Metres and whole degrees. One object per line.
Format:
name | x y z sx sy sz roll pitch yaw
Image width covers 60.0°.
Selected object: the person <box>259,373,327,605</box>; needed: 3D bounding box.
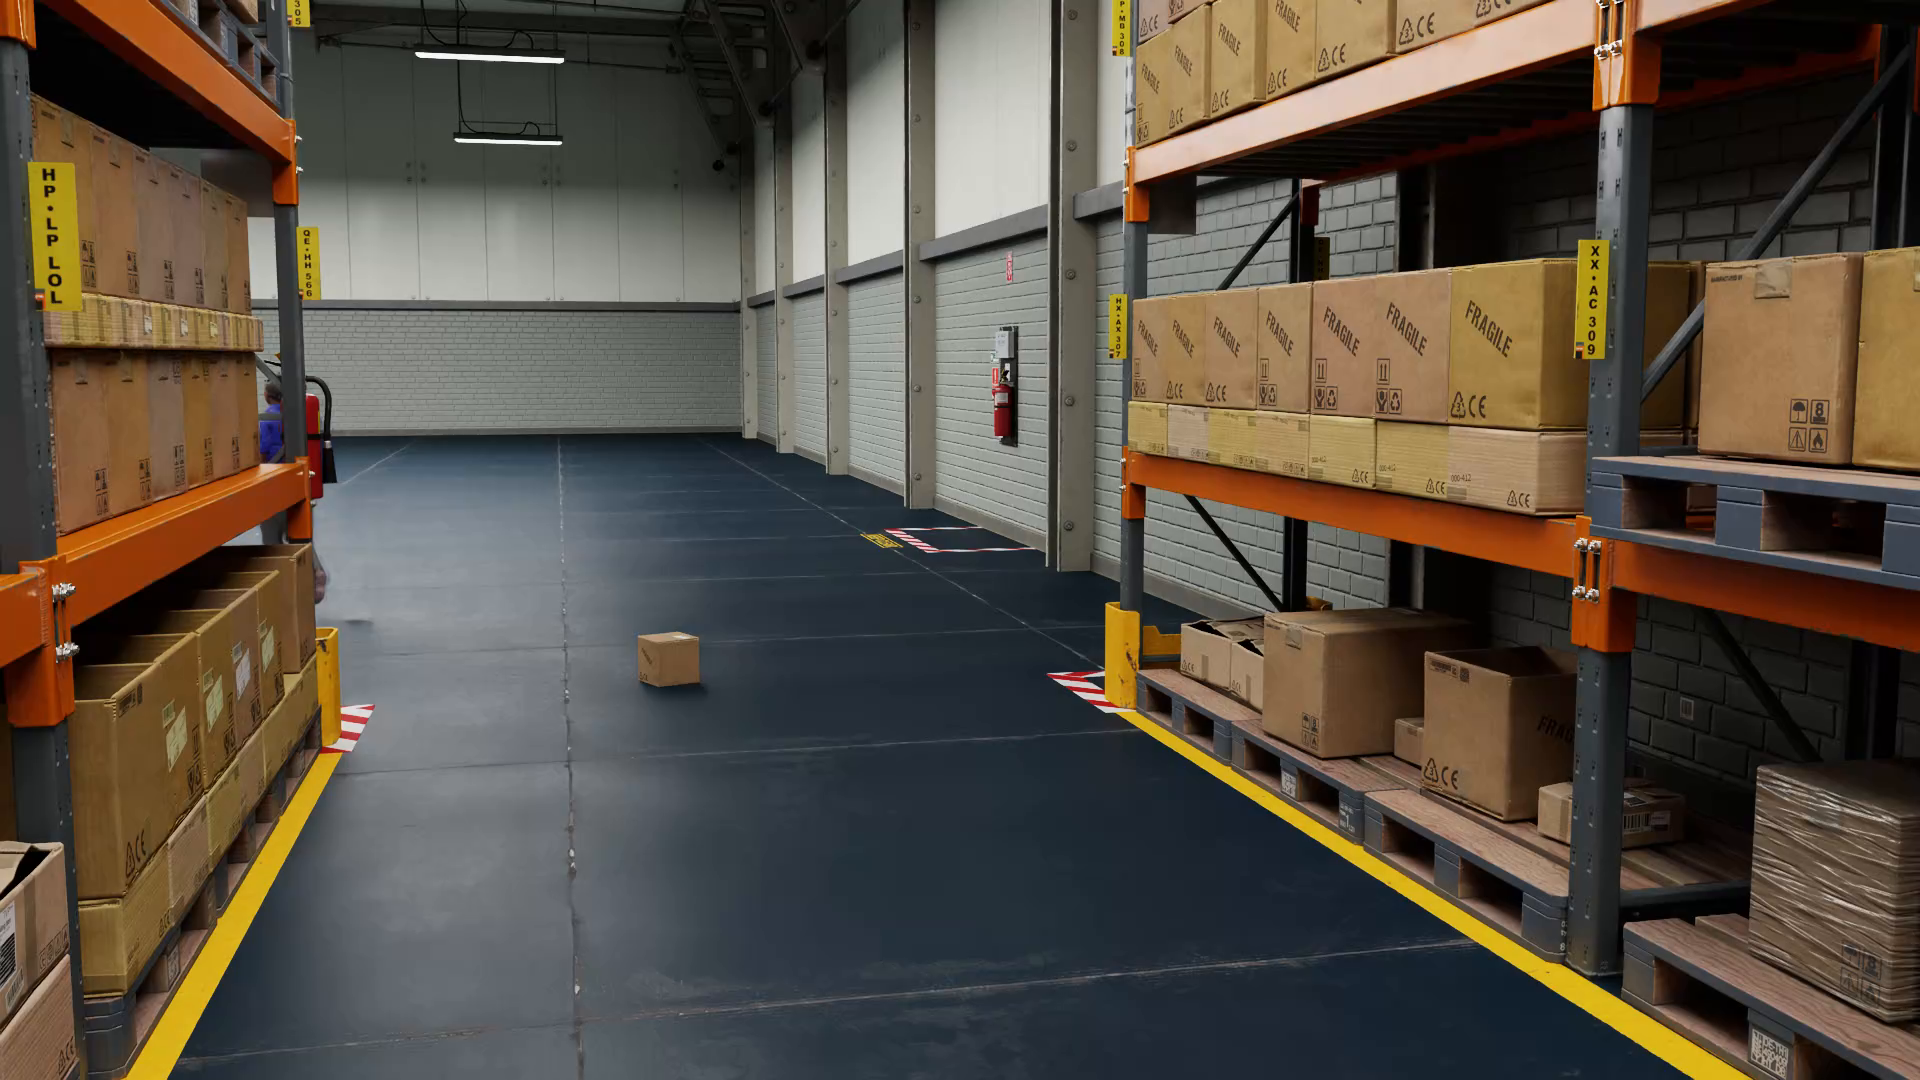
person | -4.664 -0.327 11.529 0.491 1.649 0.444 4 8 35
